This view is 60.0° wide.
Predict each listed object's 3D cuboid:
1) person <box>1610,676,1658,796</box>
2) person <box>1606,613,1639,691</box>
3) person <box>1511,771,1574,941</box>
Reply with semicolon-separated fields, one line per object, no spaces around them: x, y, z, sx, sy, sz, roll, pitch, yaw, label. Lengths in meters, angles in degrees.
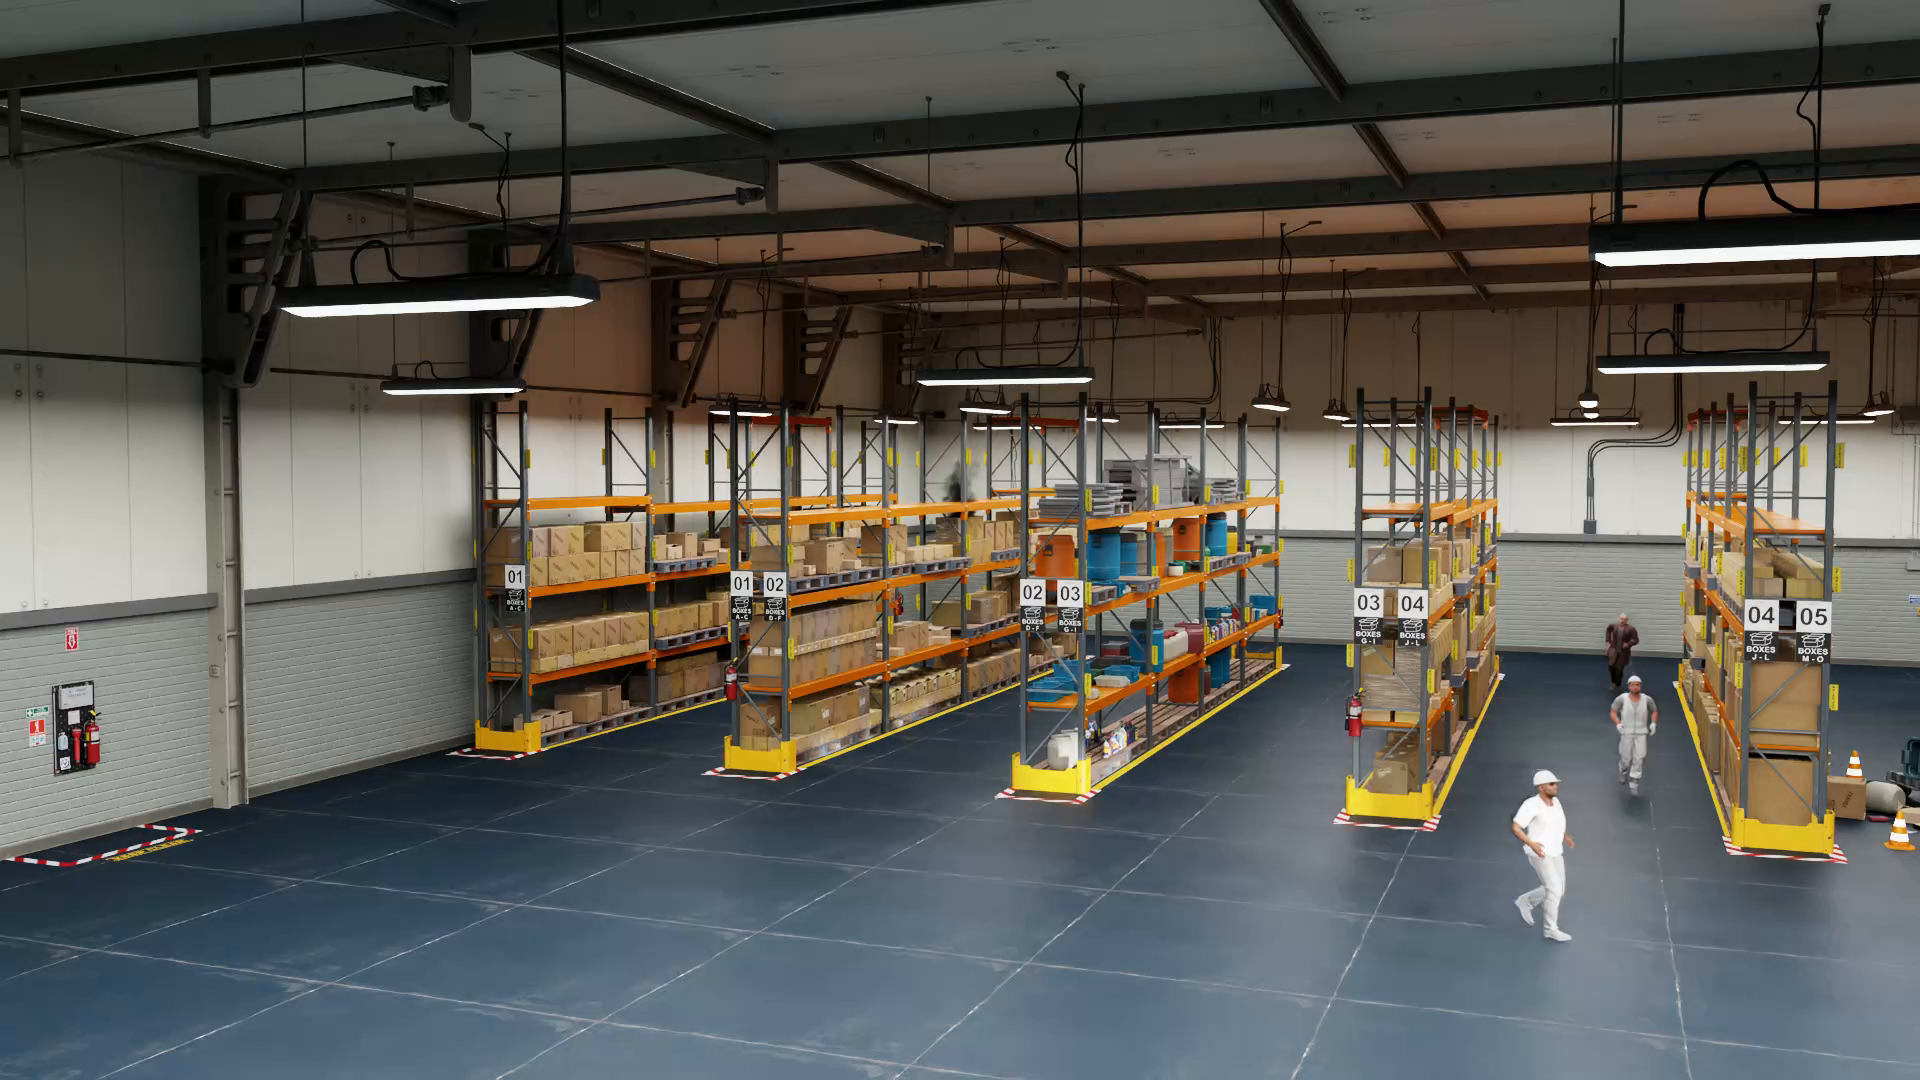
10.110;2.912;24.947;0.683;1.771;0.717;1;3;15;person
14.291;2.432;35.909;0.714;1.724;0.858;2;3;31;person
6.117;3.254;17.442;0.730;1.677;0.715;-2;3;-37;person
